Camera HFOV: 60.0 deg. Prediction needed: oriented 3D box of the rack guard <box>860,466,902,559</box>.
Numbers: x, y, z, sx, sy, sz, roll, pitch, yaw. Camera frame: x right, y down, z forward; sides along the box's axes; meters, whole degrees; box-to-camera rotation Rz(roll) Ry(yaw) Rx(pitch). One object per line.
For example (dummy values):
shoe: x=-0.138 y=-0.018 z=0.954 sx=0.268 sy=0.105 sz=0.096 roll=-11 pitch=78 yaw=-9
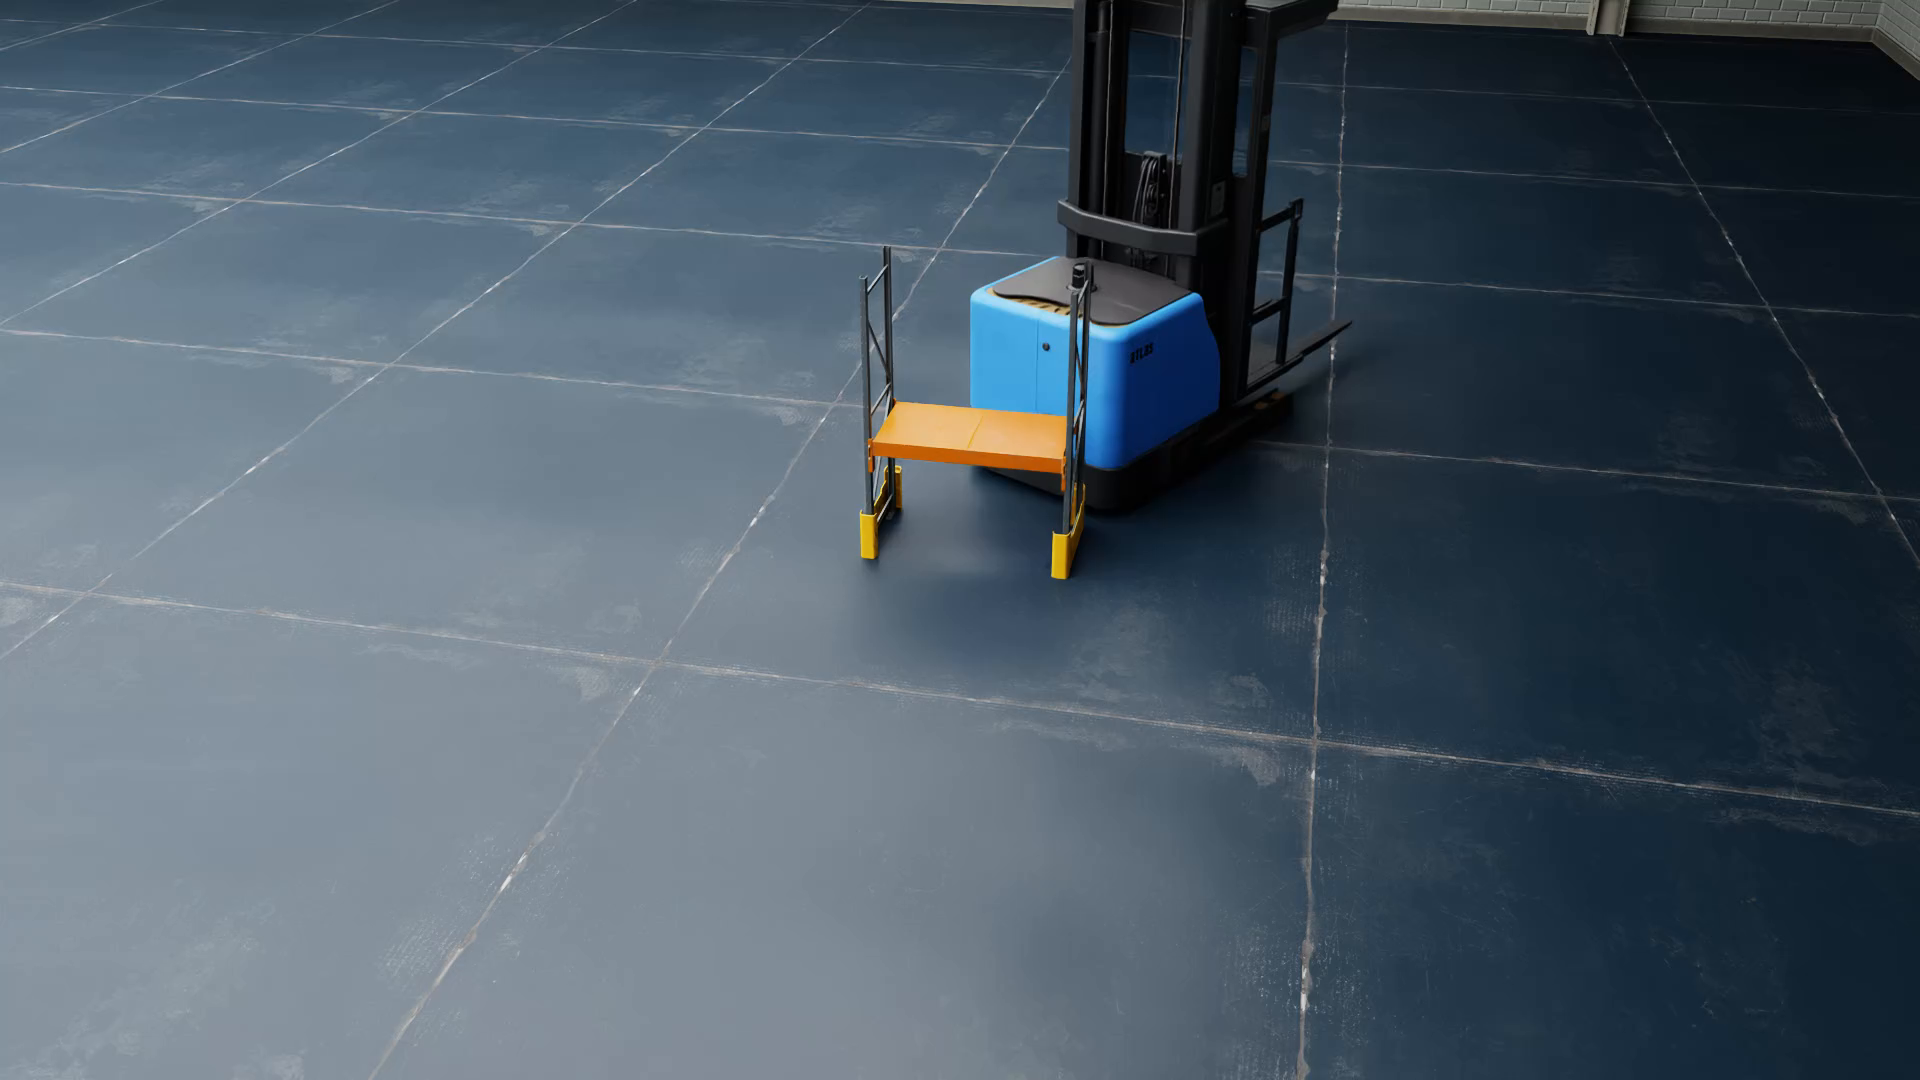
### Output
rack guard: x=-0.412 y=-0.152 z=8.767 sx=0.087 sy=0.250 sz=0.587 roll=6 pitch=29 yaw=11

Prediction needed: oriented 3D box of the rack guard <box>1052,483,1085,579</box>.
rack guard: x=0.562 y=-0.052 z=8.585 sx=0.087 sy=0.250 sz=0.587 roll=6 pitch=29 yaw=11

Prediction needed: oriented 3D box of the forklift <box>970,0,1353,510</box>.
forklift: x=1.365 y=-2.082 z=9.500 sx=1.130 sy=2.935 sz=3.031 roll=22 pitch=35 yaw=34

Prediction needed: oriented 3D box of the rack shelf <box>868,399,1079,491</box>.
rack shelf: x=0.083 y=-0.492 z=8.461 sx=1.000 sy=0.185 sz=0.538 roll=6 pitch=29 yaw=11

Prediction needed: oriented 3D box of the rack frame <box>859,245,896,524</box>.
rack frame: x=-0.414 y=-0.700 z=8.467 sx=0.032 sy=1.500 sz=0.500 roll=6 pitch=29 yaw=11

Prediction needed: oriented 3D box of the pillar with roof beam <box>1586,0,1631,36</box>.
pillar with roof beam: x=6.761 y=-7.952 z=13.903 sx=0.400 sy=9.000 sz=9.100 roll=6 pitch=29 yaw=11

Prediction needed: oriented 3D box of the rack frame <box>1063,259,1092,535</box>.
rack frame: x=0.581 y=-0.598 z=8.281 sx=0.032 sy=1.500 sz=0.500 roll=6 pitch=29 yaw=11

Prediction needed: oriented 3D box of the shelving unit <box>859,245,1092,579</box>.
shelving unit: x=0.075 y=-0.650 z=8.376 sx=1.083 sy=1.500 sz=0.587 roll=6 pitch=29 yaw=11
